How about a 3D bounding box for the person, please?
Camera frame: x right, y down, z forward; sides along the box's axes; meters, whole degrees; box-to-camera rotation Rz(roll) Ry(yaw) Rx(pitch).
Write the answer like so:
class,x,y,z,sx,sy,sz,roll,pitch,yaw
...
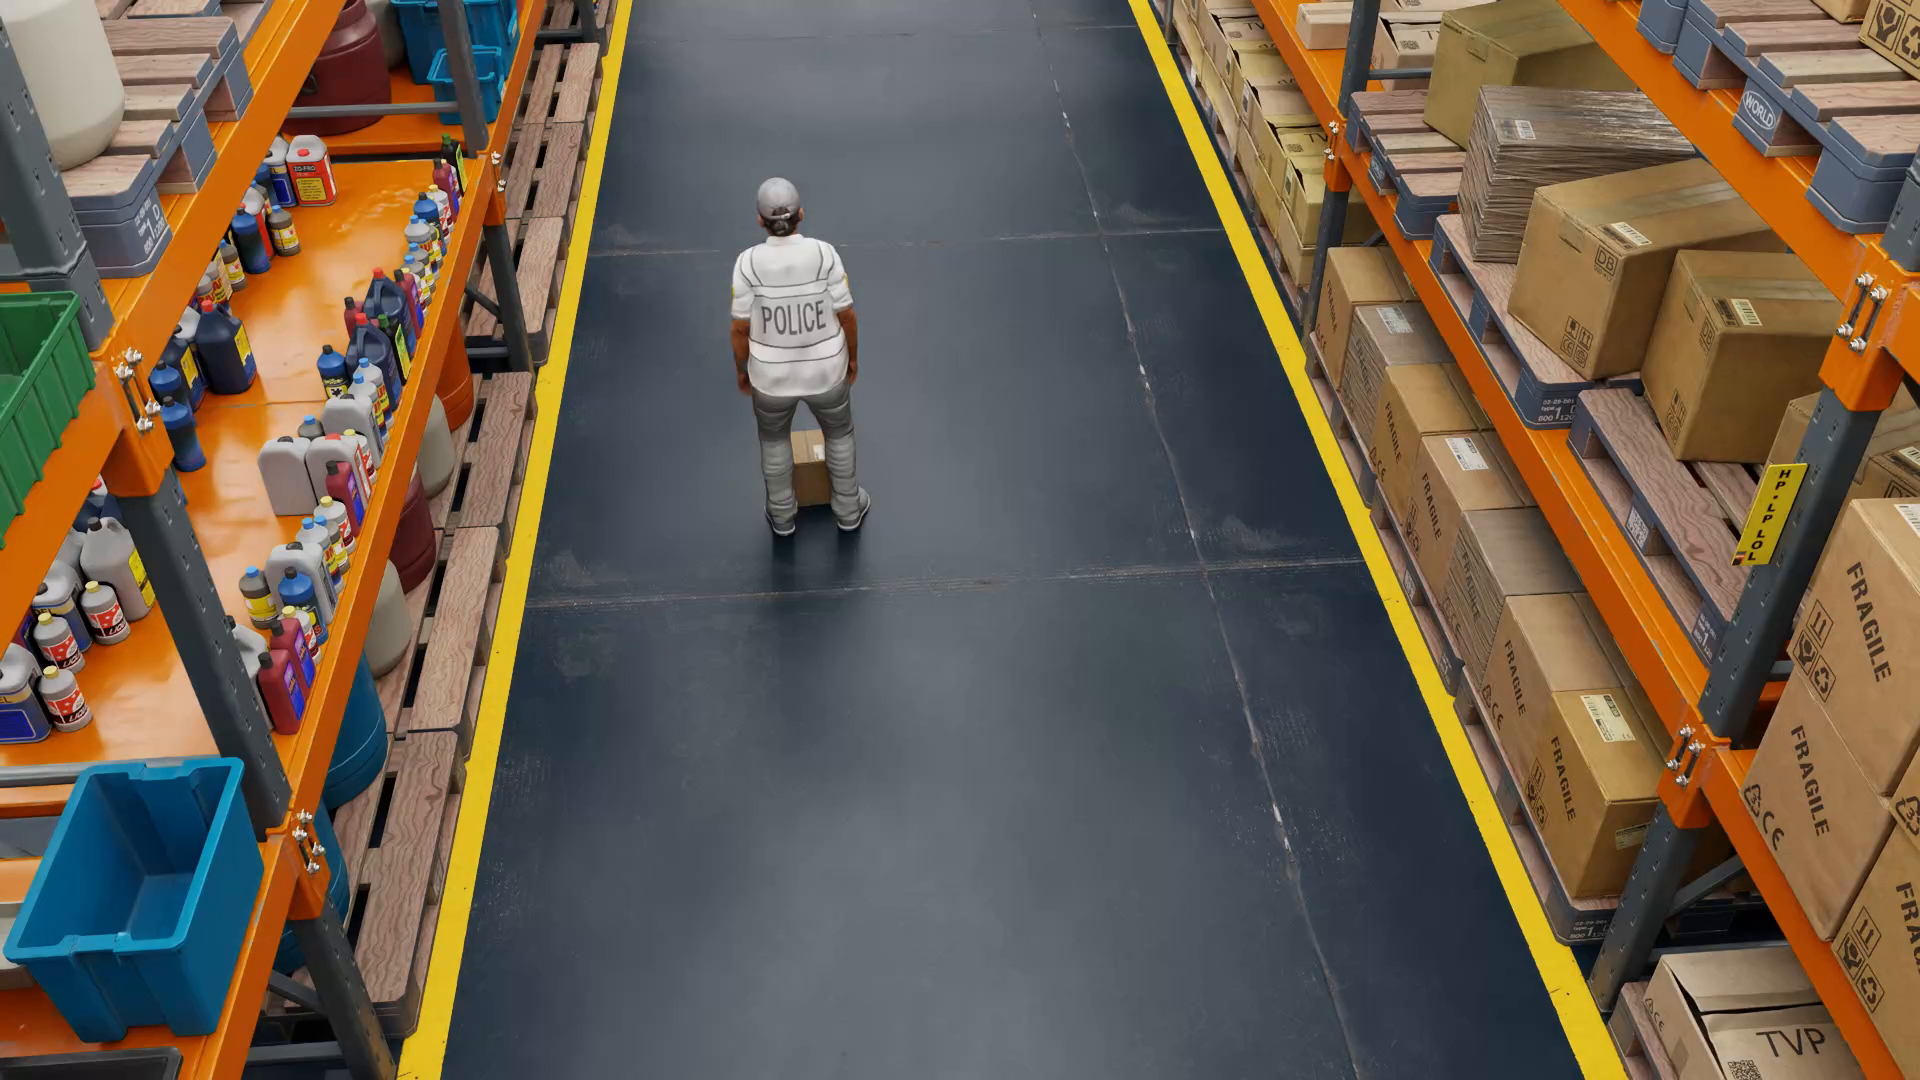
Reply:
class,x,y,z,sx,sy,sz,roll,pitch,yaw
person,-0.679,-0.745,7.059,0.554,1.665,0.456,-5,40,-6
